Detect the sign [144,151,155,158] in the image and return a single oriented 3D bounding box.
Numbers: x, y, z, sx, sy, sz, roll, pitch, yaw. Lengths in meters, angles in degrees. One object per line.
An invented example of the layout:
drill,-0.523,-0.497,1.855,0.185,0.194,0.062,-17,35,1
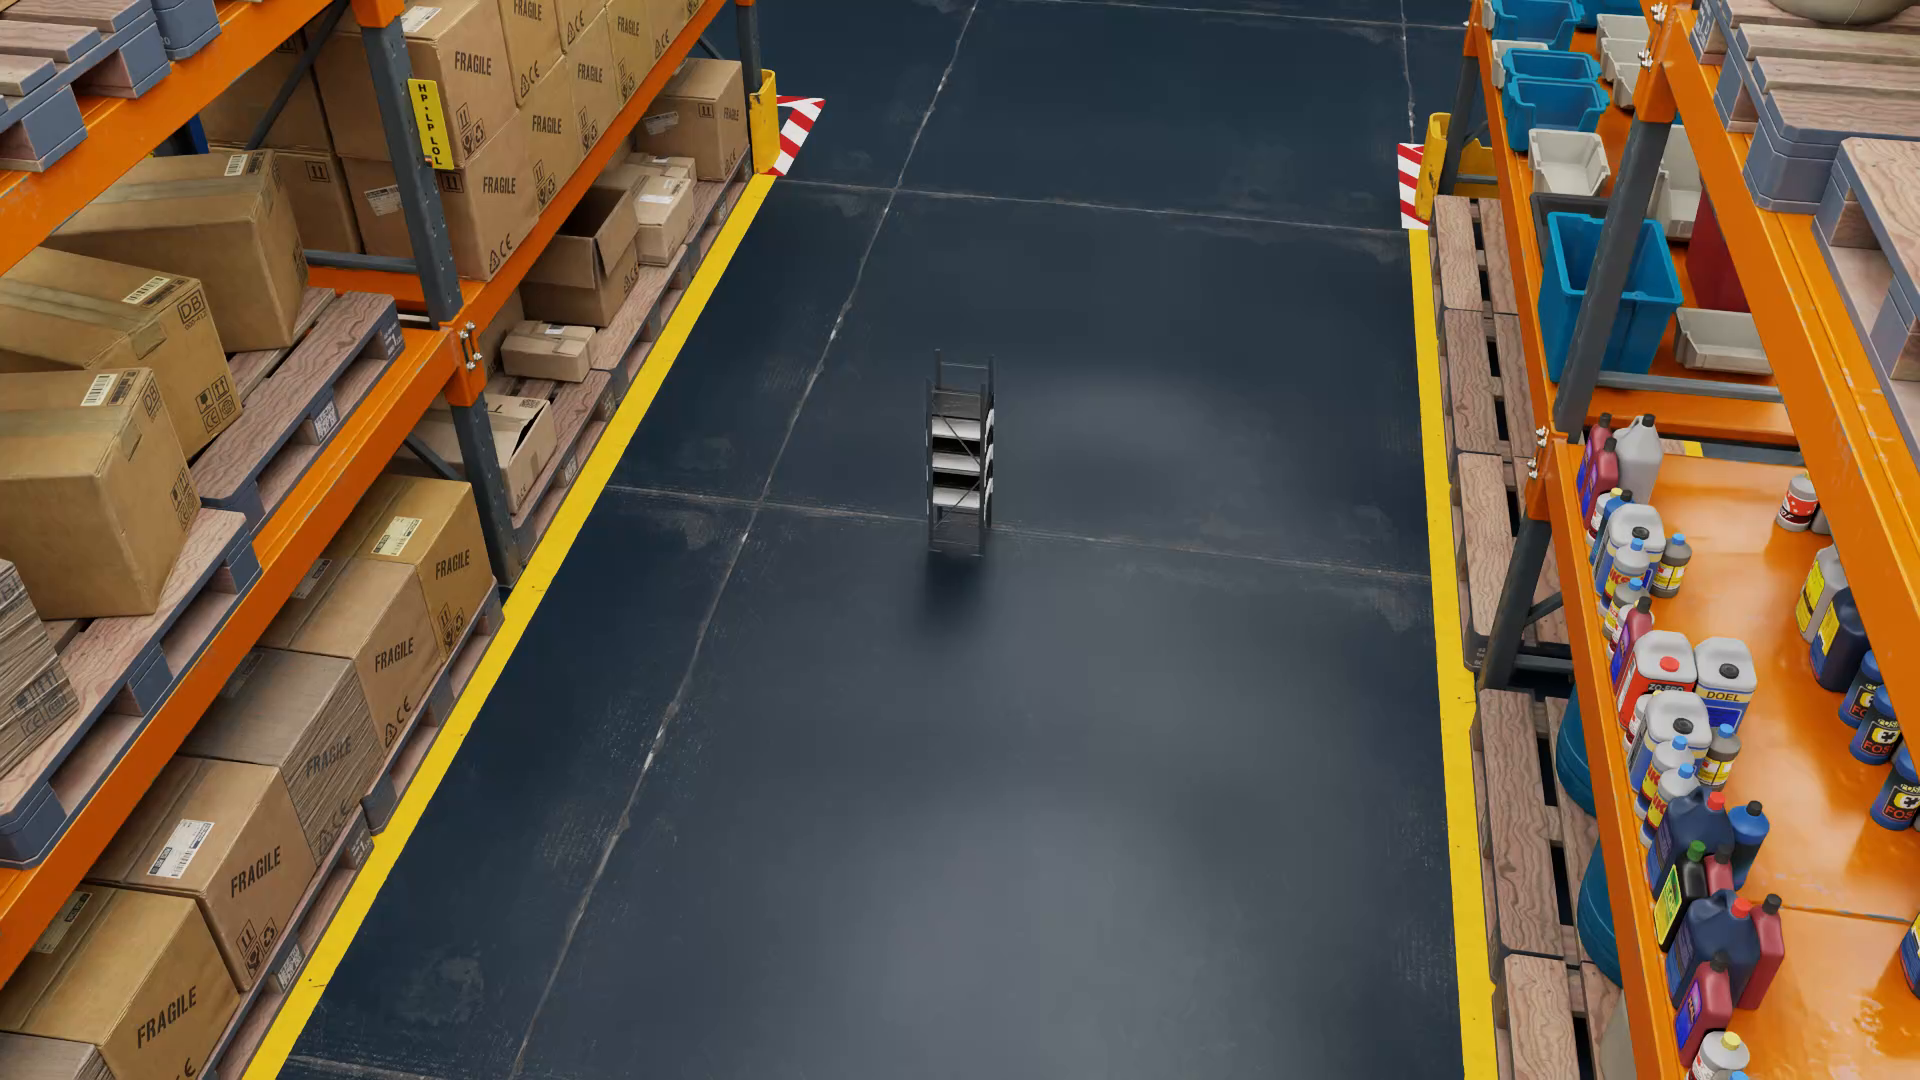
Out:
sign,-2.899,-1.426,5.941,0.100,0.325,0.005,6,40,8

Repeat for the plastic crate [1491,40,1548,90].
plastic crate,2.585,-2.184,7.698,0.250,0.136,0.298,6,40,8

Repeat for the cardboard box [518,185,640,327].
cardboard box,-2.043,-1.424,8.233,0.797,0.503,0.637,6,40,8

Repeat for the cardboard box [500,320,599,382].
cardboard box,-1.938,-0.899,7.861,0.380,0.166,0.250,6,40,8

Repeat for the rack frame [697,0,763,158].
rack frame,-1.671,-3.548,9.187,1.000,3.000,0.127,6,40,8

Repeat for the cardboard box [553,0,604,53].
cardboard box,-1.826,-2.372,6.902,0.500,0.500,0.500,5,40,6

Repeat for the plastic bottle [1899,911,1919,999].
plastic bottle,2.314,0.902,3.844,0.144,0.351,0.185,6,40,8

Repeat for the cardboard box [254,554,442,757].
cardboard box,-2.260,0.407,6.020,0.500,0.500,0.500,7,40,8

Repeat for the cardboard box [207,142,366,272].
cardboard box,-2.530,-1.418,6.533,0.500,0.500,0.500,7,40,8

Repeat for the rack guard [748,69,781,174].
rack guard,-1.684,-2.537,9.926,1.175,0.500,0.348,6,40,8

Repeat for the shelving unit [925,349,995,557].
shelving unit,0.001,-0.352,6.969,0.258,0.900,0.210,6,40,8

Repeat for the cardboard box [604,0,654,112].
cardboard box,-1.746,-2.320,7.624,0.500,0.500,0.500,6,40,7

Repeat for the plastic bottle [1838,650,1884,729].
plastic bottle,2.488,0.387,4.528,0.097,0.271,0.097,0,40,0

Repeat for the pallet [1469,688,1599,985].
pallet,2.340,1.065,5.796,1.003,0.211,1.213,6,40,8

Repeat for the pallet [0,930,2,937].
pallet,-3.007,1.114,3.699,1.213,0.211,1.003,6,40,8

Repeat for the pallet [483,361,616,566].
pallet,-2.244,-0.394,7.560,1.003,0.211,1.213,6,40,8

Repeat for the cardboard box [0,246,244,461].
cardboard box,-2.722,-0.527,5.125,0.700,0.500,0.500,12,41,15

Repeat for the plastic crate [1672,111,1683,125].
plastic crate,3.104,-1.641,6.965,0.416,0.233,0.300,6,40,8

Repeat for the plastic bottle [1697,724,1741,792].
plastic bottle,1.985,0.565,4.369,0.097,0.201,0.097,0,40,0

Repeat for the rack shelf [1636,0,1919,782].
rack shelf,2.169,-0.112,3.243,1.077,0.370,4.000,6,40,8

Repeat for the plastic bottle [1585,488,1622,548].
plastic bottle,2.006,-0.071,5.138,0.097,0.201,0.097,0,40,0

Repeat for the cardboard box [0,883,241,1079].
cardboard box,-2.518,1.369,4.856,0.500,0.500,0.500,6,40,7

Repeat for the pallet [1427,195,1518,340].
pallet,3.026,-1.411,8.791,1.003,0.211,1.213,6,40,8

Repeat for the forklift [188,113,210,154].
forklift,-4.605,-2.203,7.614,1.130,2.935,3.031,9,40,10

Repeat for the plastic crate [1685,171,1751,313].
plastic crate,2.916,-1.069,6.092,0.402,0.464,0.583,6,40,8

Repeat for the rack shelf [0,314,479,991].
rack shelf,-2.709,0.495,4.862,1.077,0.370,4.000,6,40,8

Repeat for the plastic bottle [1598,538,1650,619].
plastic bottle,1.949,0.109,4.866,0.097,0.271,0.097,0,40,0

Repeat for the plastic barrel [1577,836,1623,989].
plastic barrel,2.281,0.942,5.074,0.600,0.901,0.708,6,40,8

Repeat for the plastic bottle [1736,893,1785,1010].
plastic bottle,1.844,0.948,3.841,0.061,0.283,0.133,6,40,8

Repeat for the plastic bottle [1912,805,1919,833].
plastic bottle,2.551,0.618,4.246,0.152,0.276,0.135,6,40,8

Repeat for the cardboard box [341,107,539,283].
cardboard box,-2.007,-1.366,6.469,0.500,0.500,0.500,7,40,9

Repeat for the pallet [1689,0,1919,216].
pallet,2.475,-1.069,3.984,1.213,0.211,1.003,6,40,8

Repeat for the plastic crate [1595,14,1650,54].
plastic crate,3.244,-2.389,7.945,0.396,0.136,0.243,6,40,8

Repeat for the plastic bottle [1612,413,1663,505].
plastic bottle,2.128,-0.259,5.248,0.144,0.351,0.185,6,40,8

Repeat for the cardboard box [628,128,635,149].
cardboard box,-2.082,-2.394,9.683,0.380,0.149,0.250,6,40,8

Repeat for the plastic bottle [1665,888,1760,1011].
plastic bottle,1.739,0.927,3.813,0.144,0.351,0.185,6,40,8

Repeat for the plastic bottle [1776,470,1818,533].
plastic bottle,2.639,-0.131,5.211,0.097,0.201,0.097,0,40,0

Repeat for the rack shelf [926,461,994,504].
rack shelf,0.001,-0.257,7.048,0.258,0.077,0.200,6,40,8

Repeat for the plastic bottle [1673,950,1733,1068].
plastic bottle,1.670,1.048,3.720,0.061,0.283,0.133,6,40,8

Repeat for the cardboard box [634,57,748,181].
cardboard box,-1.523,-2.386,9.398,0.500,0.500,0.500,6,40,8

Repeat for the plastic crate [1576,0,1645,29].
plastic crate,3.333,-2.805,8.214,0.616,0.435,0.499,6,40,8

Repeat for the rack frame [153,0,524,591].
rack frame,-2.363,-1.037,6.151,1.000,3.000,0.127,6,40,8

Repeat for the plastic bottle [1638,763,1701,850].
plastic bottle,1.795,0.667,4.191,0.097,0.271,0.097,0,40,0

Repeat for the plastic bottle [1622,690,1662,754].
plastic bottle,1.852,0.487,4.463,0.097,0.201,0.097,0,40,0

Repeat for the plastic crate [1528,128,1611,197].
plastic crate,2.520,-1.536,6.914,0.293,0.136,0.466,6,40,8

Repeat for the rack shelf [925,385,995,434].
rack shelf,0.001,-0.534,6.819,0.258,0.077,0.200,6,40,8
